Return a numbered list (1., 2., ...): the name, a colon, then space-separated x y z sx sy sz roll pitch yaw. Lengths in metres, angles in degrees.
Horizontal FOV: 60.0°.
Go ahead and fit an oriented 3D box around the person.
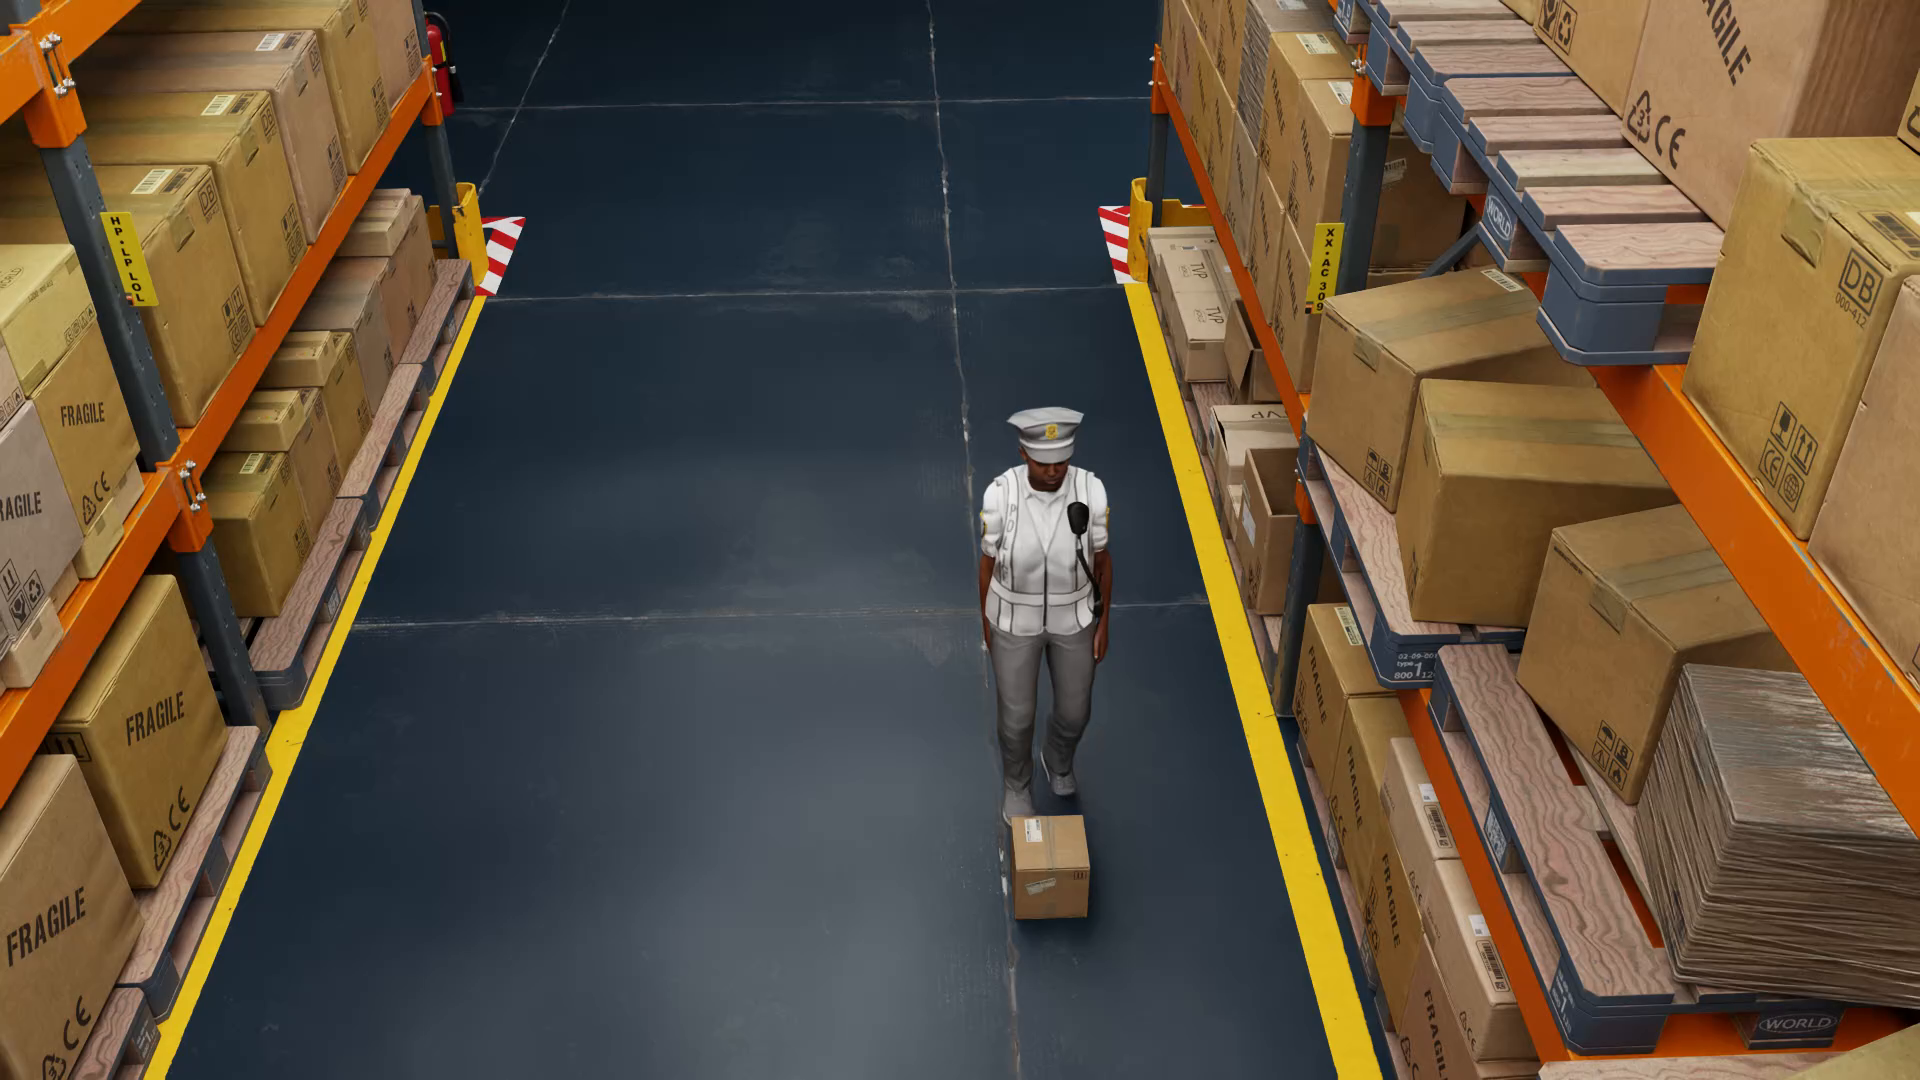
1. person: 0.294 0.304 5.770 0.456 1.736 0.406 -1 35 -2
